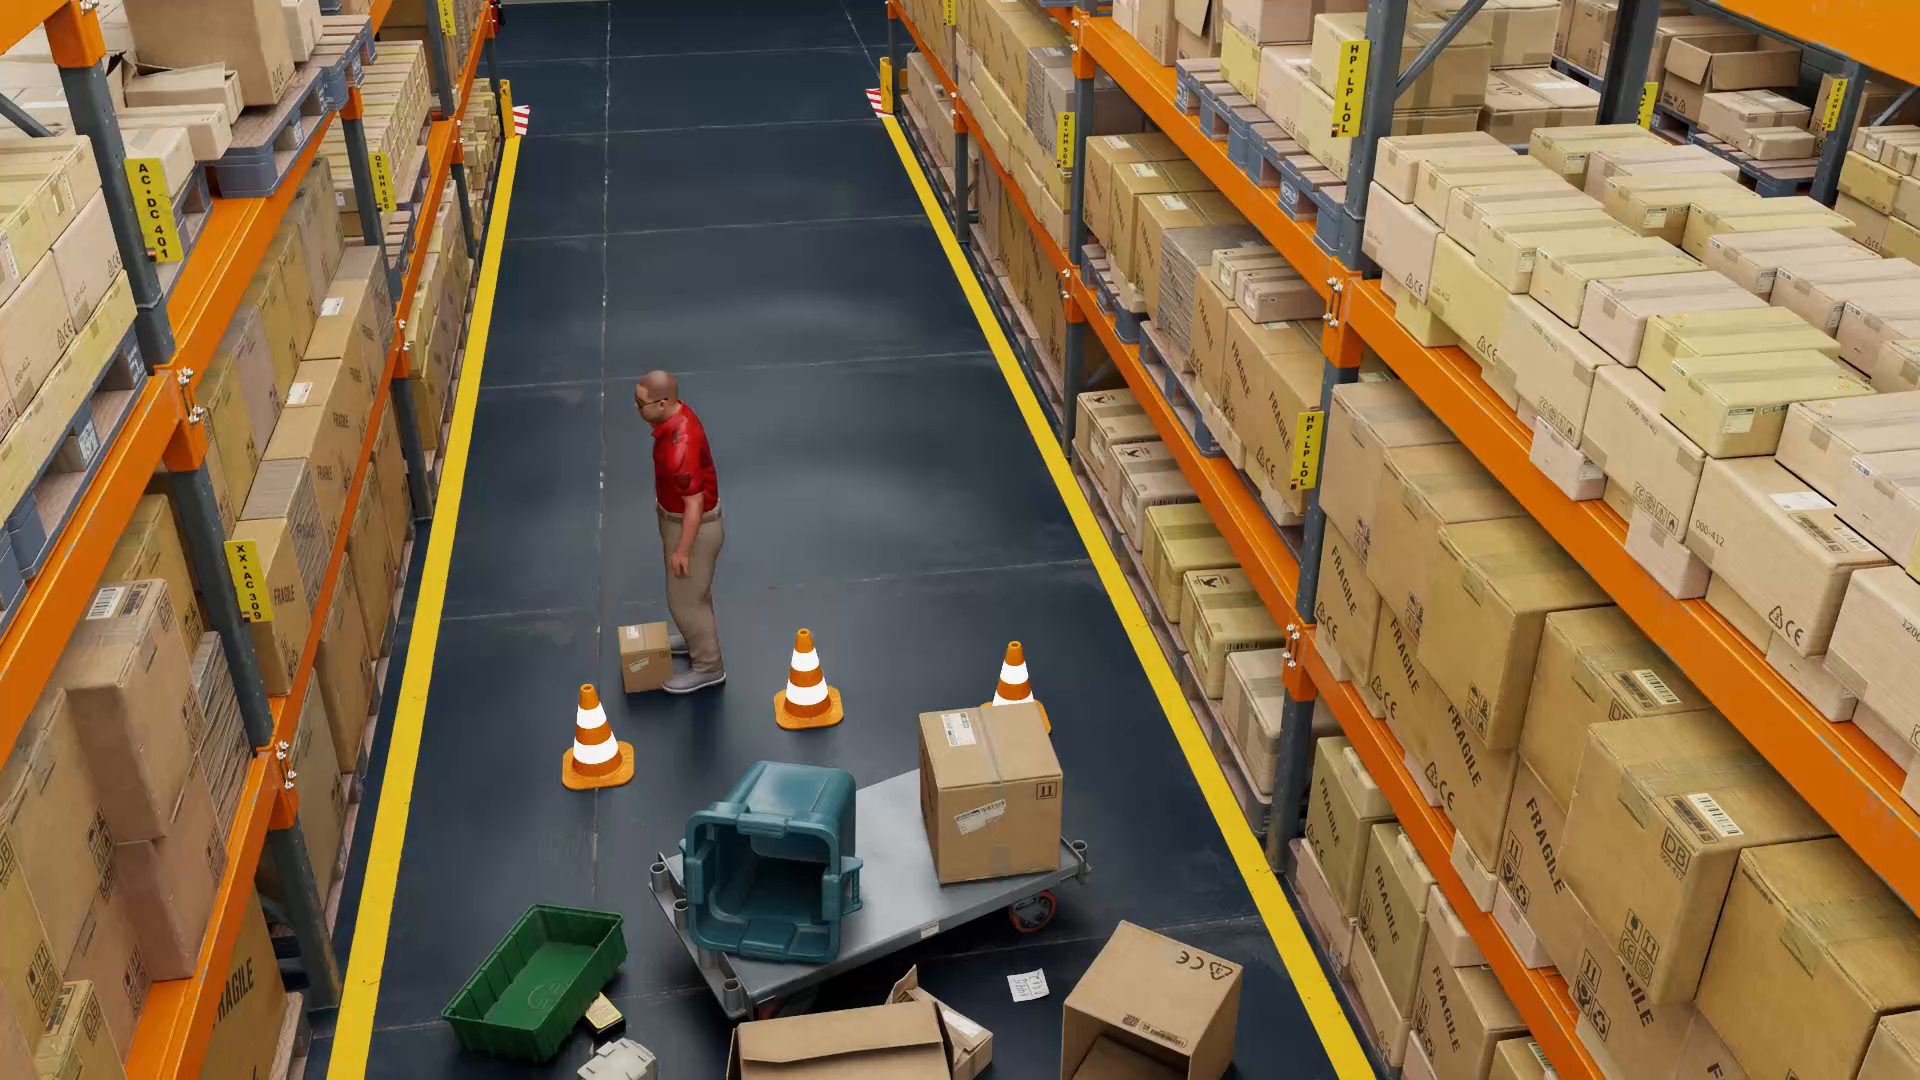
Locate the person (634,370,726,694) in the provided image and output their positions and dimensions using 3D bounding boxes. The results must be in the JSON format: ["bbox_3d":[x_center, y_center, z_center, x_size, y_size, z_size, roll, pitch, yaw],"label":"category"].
[{"bbox_3d":[-1.369,-0.060,8.246,0.384,1.728,0.602,-6,31,-11],"label":"person"}]
